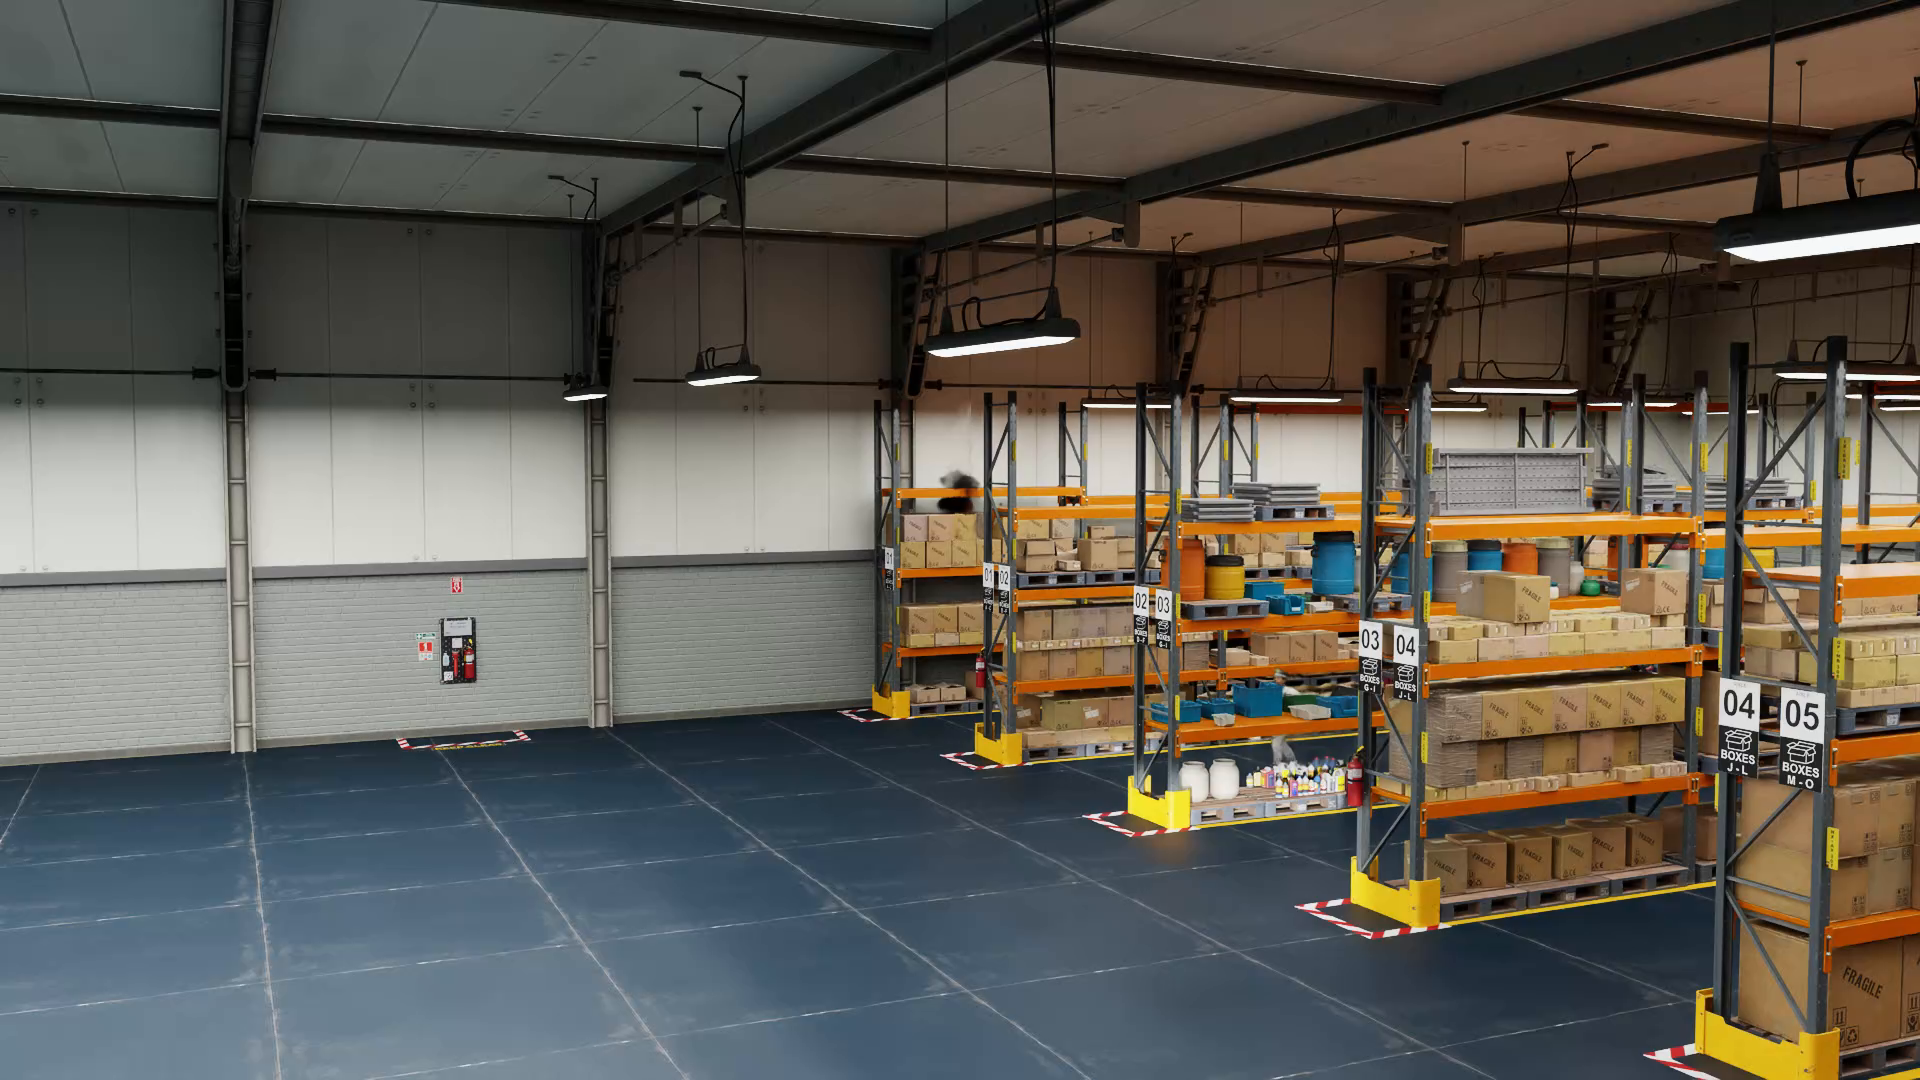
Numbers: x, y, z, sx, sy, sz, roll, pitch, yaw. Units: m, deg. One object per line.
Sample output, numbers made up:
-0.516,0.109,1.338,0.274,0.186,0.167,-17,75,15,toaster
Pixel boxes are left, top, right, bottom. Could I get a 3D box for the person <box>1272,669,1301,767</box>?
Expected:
4.953,2.836,25.574,0.764,1.734,0.596,-2,4,-31,person
